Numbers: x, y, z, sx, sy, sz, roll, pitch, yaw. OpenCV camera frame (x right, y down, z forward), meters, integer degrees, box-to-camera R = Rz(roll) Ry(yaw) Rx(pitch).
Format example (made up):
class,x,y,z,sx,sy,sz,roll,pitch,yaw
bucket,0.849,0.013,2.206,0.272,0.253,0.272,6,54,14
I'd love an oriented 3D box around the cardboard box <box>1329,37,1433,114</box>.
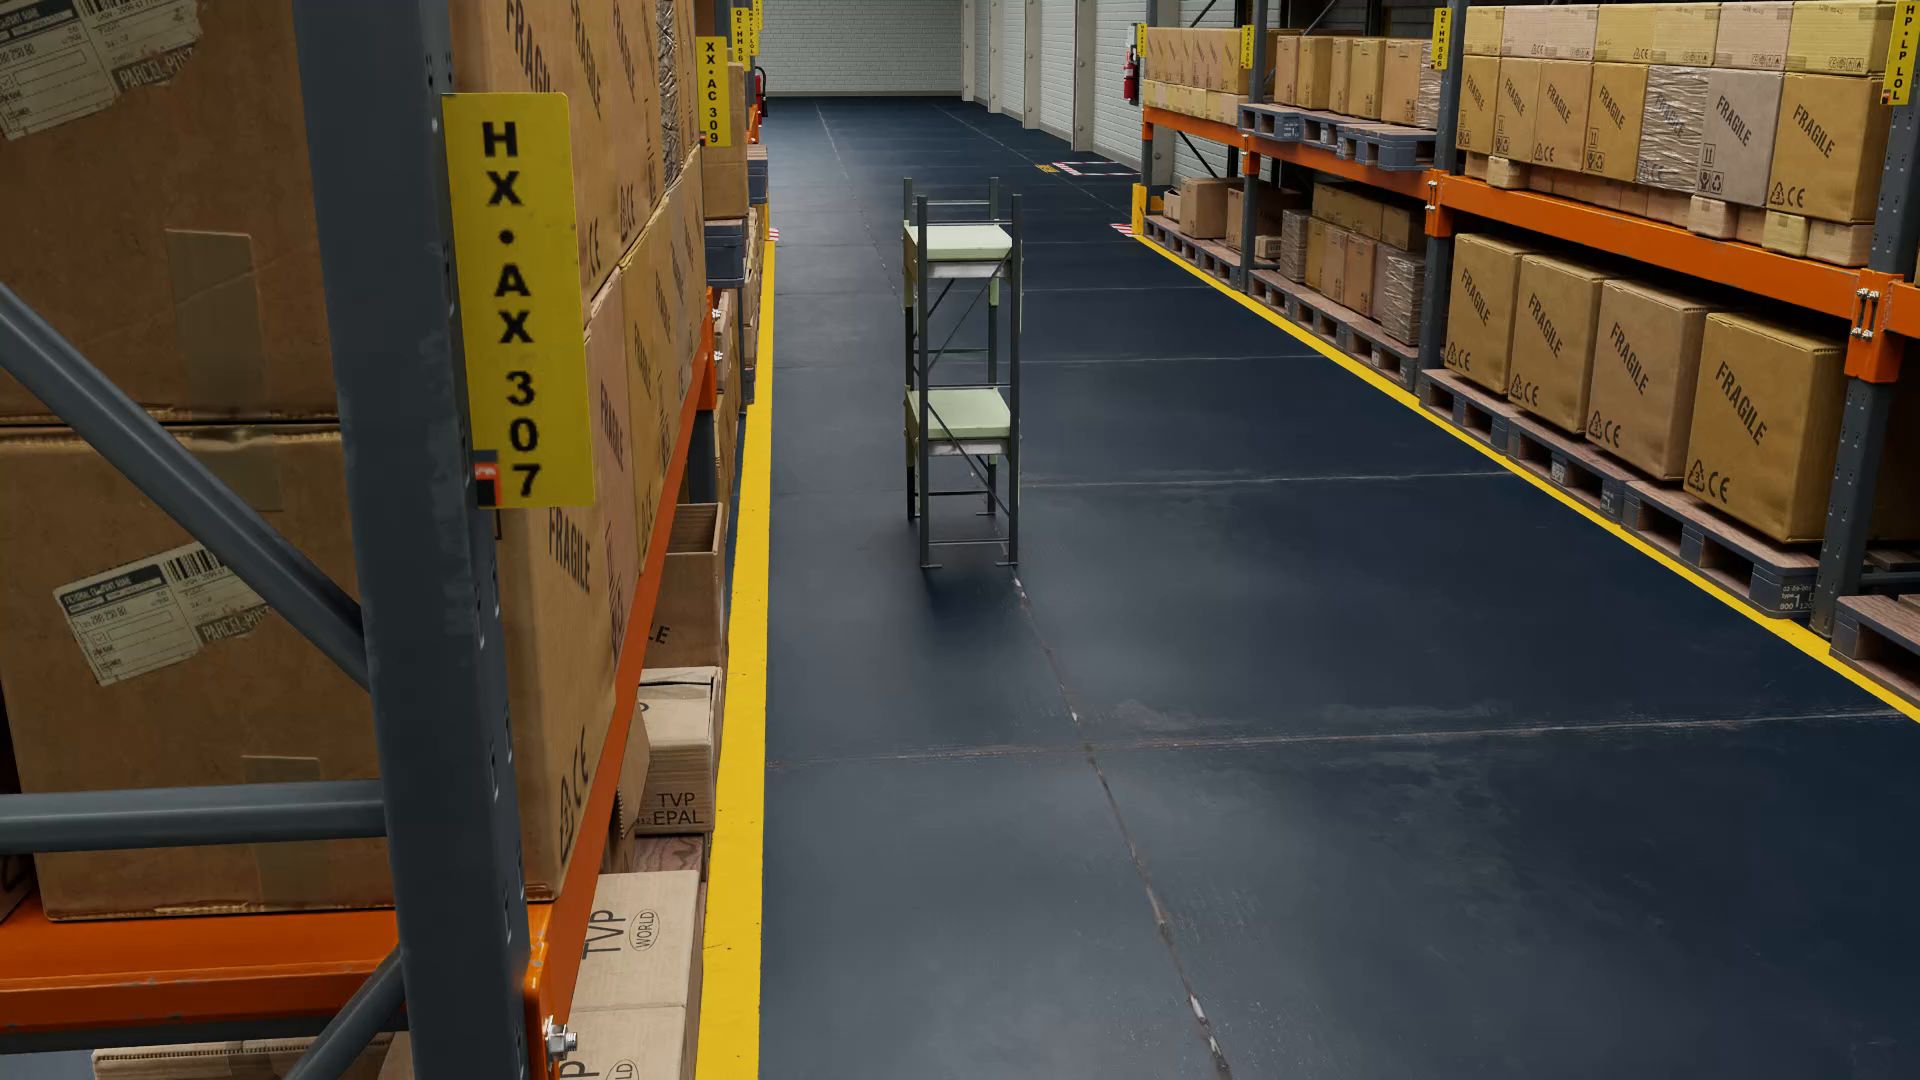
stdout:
class,x,y,z,sx,sy,sz,roll,pitch,yaw
cardboard box,2.970,-3.225,11.540,0.700,0.500,0.500,1,17,2

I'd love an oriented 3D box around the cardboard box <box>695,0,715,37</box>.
class,x,y,z,sx,sy,sz,roll,pitch,yaw
cardboard box,-2.177,-4.126,12.980,0.700,0.500,0.500,-2,18,-5

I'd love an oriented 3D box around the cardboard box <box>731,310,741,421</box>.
class,x,y,z,sx,sy,sz,roll,pitch,yaw
cardboard box,-1.383,-0.882,8.417,0.500,0.500,0.500,-1,17,-3

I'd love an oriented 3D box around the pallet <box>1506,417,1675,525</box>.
class,x,y,z,sx,sy,sz,roll,pitch,yaw
pallet,3.343,-0.360,7.971,1.003,0.211,1.213,-2,18,-6

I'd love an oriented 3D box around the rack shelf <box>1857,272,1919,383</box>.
class,x,y,z,sx,sy,sz,roll,pitch,yaw
rack shelf,3.833,-0.159,3.878,1.077,0.370,4.000,-2,18,-6

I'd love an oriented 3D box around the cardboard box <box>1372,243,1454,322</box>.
class,x,y,z,sx,sy,sz,roll,pitch,yaw
cardboard box,3.151,-1.677,10.951,0.700,0.500,0.500,-2,18,-6

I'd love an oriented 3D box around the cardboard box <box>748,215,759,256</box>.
class,x,y,z,sx,sy,sz,roll,pitch,yaw
cardboard box,-1.738,-2.217,12.185,0.500,0.311,0.500,-1,17,-4

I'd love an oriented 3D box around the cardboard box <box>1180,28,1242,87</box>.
class,x,y,z,sx,sy,sz,roll,pitch,yaw
cardboard box,2.293,-4.363,15.031,0.500,0.500,0.500,-1,17,-4

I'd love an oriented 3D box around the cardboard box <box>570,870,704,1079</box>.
class,x,y,z,sx,sy,sz,roll,pitch,yaw
cardboard box,-0.765,0.881,3.220,0.500,0.250,0.500,-2,18,-6

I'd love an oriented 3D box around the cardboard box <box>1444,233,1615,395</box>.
class,x,y,z,sx,sy,sz,roll,pitch,yaw
cardboard box,3.160,-1.242,9.012,0.750,0.750,0.750,-2,18,-6

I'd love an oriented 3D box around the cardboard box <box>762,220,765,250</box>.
class,x,y,z,sx,sy,sz,roll,pitch,yaw
cardboard box,-1.964,-2.662,14.538,0.500,0.250,0.500,-2,18,-6

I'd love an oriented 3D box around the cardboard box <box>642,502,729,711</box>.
class,x,y,z,sx,sy,sz,roll,pitch,yaw
cardboard box,-0.959,0.199,4.973,0.500,0.500,0.500,-2,18,-6

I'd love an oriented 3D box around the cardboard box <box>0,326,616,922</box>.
class,x,y,z,sx,sy,sz,roll,pitch,yaw
cardboard box,-0.671,0.059,1.813,0.500,0.500,0.500,-1,17,-4

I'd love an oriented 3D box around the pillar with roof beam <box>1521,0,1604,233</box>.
class,x,y,z,sx,sy,sz,roll,pitch,yaw
pillar with roof beam,-0.341,-5.433,9.461,9.100,9.000,0.400,-2,18,-6

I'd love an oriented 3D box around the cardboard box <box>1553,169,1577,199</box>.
class,x,y,z,sx,sy,sz,roll,pitch,yaw
cardboard box,3.162,-1.769,8.191,0.380,0.149,0.250,-1,17,-4

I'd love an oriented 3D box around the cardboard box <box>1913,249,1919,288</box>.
class,x,y,z,sx,sy,sz,roll,pitch,yaw
cardboard box,3.667,-1.079,5.107,0.980,0.700,0.700,-2,17,-5

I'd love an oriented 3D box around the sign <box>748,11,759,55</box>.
class,x,y,z,sx,sy,sz,roll,pitch,yaw
sign,-1.586,-3.862,12.670,0.100,0.325,0.005,-2,18,-6

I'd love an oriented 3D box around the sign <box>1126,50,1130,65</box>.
class,x,y,z,sx,sy,sz,roll,pitch,yaw
sign,2.532,-7.202,25.049,0.001,0.329,0.234,-2,18,-6

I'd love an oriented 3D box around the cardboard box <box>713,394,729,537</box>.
class,x,y,z,sx,sy,sz,roll,pitch,yaw
cardboard box,-1.174,-0.272,6.474,0.500,0.500,0.500,-2,17,-5

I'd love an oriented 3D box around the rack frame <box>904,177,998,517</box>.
class,x,y,z,sx,sy,sz,roll,pitch,yaw
rack frame,-0.038,-0.827,7.306,0.400,1.500,0.023,-2,18,-6

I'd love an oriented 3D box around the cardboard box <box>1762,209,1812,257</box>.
class,x,y,z,sx,sy,sz,roll,pitch,yaw
cardboard box,3.261,-1.155,6.233,0.380,0.149,0.250,-1,17,-5

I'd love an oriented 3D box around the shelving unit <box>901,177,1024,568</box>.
class,x,y,z,sx,sy,sz,roll,pitch,yaw
shelving unit,-0.001,-0.718,6.959,0.431,1.500,0.755,-2,18,-6

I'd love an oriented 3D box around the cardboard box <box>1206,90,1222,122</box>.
class,x,y,z,sx,sy,sz,roll,pitch,yaw
cardboard box,2.408,-3.700,14.173,0.500,0.250,0.500,-2,18,-5

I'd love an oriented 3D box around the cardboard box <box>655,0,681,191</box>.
class,x,y,z,sx,sy,sz,roll,pitch,yaw
cardboard box,-0.883,-1.024,3.594,0.500,0.500,0.500,-2,18,-5

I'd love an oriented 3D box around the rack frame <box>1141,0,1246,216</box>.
class,x,y,z,sx,sy,sz,roll,pitch,yaw
rack frame,2.389,-4.674,17.056,1.000,3.000,0.127,-2,18,-6

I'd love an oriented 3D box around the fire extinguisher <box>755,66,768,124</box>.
class,x,y,z,sx,sy,sz,roll,pitch,yaw
fire extinguisher,-2.088,-4.532,16.734,0.296,0.674,0.183,-2,18,-6

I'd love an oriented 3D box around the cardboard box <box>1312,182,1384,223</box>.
class,x,y,z,sx,sy,sz,roll,pitch,yaw
cardboard box,2.943,-2.507,12.342,0.500,0.250,0.500,-2,18,-7

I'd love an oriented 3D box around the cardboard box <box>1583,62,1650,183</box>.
class,x,y,z,sx,sy,sz,roll,pitch,yaw
cardboard box,3.166,-1.878,7.453,0.500,0.500,0.500,-1,17,-4

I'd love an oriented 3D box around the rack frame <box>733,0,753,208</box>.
class,x,y,z,sx,sy,sz,roll,pitch,yaw
rack frame,-2.125,-3.328,12.769,1.000,3.000,0.127,-2,18,-6

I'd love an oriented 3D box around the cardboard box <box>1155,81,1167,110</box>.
class,x,y,z,sx,sy,sz,roll,pitch,yaw
cardboard box,2.191,-4.302,16.090,0.500,0.250,0.500,-2,18,-7

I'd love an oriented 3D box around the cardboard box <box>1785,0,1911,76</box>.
class,x,y,z,sx,sy,sz,roll,pitch,yaw
cardboard box,3.324,-1.787,5.911,0.500,0.250,0.500,-1,17,-4

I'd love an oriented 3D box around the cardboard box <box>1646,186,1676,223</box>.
class,x,y,z,sx,sy,sz,roll,pitch,yaw
cardboard box,3.223,-1.460,7.206,0.380,0.149,0.250,-2,18,-7

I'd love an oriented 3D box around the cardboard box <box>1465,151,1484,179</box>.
class,x,y,z,sx,sy,sz,roll,pitch,yaw
cardboard box,3.018,-2.075,9.163,0.380,0.149,0.250,-2,18,-6

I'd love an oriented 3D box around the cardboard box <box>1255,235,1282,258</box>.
class,x,y,z,sx,sy,sz,roll,pitch,yaw
cardboard box,2.717,-2.498,14.123,0.380,0.166,0.250,-4,18,-13

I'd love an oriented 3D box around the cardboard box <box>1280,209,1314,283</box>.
class,x,y,z,sx,sy,sz,roll,pitch,yaw
cardboard box,2.894,-2.280,12.872,0.700,0.500,0.500,-1,17,-4

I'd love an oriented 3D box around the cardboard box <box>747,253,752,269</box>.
class,x,y,z,sx,sy,sz,roll,pitch,yaw
cardboard box,-1.537,-1.613,10.262,0.500,0.311,0.500,-2,18,-7

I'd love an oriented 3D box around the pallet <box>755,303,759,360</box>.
class,x,y,z,sx,sy,sz,roll,pitch,yaw
pallet,-1.881,-1.415,11.331,1.003,0.211,1.213,-2,18,-6

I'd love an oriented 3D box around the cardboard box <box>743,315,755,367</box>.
class,x,y,z,sx,sy,sz,roll,pitch,yaw
cardboard box,-1.475,-1.190,9.848,0.500,0.250,0.500,-2,18,-6

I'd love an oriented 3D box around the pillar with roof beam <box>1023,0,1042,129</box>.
class,x,y,z,sx,sy,sz,roll,pitch,yaw
pillar with roof beam,-2.817,-12.584,32.237,9.100,9.000,0.400,-2,18,-6

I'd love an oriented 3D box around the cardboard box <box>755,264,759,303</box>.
class,x,y,z,sx,sy,sz,roll,pitch,yaw
cardboard box,-1.690,-1.798,11.787,0.500,0.250,0.500,-1,17,-4

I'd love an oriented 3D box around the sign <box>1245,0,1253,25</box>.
class,x,y,z,sx,sy,sz,roll,pitch,yaw
sign,2.943,-5.388,16.871,0.100,0.325,0.005,-2,18,-6

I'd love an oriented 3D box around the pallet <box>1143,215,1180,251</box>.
class,x,y,z,sx,sy,sz,roll,pitch,yaw
pallet,2.446,-3.077,16.627,1.003,0.211,1.213,-2,18,-6

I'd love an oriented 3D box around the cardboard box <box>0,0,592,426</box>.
class,x,y,z,sx,sy,sz,roll,pitch,yaw
cardboard box,-0.671,-0.418,1.663,0.500,0.500,0.500,-1,17,-4

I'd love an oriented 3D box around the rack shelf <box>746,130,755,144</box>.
class,x,y,z,sx,sy,sz,roll,pitch,yaw
rack shelf,-1.919,-2.389,10.979,1.077,0.370,4.000,-2,18,-6

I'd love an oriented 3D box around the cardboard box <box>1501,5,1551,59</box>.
class,x,y,z,sx,sy,sz,roll,pitch,yaw
cardboard box,3.061,-2.544,8.323,0.500,0.250,0.500,-2,18,-6

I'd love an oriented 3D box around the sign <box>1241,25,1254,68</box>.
class,x,y,z,sx,sy,sz,roll,pitch,yaw
sign,2.263,-3.876,13.070,0.100,0.325,0.005,-2,18,-6

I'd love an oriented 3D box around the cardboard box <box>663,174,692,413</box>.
class,x,y,z,sx,sy,sz,roll,pitch,yaw
cardboard box,-0.883,-0.544,3.736,0.500,0.500,0.500,-1,17,-4

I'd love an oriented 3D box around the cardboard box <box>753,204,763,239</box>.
class,x,y,z,sx,sy,sz,roll,pitch,yaw
cardboard box,-1.862,-2.722,13.476,0.500,0.500,0.500,-2,18,-6

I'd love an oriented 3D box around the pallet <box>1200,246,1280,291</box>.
class,x,y,z,sx,sy,sz,roll,pitch,yaw
pallet,2.697,-2.350,14.312,1.003,0.211,1.213,-2,18,-6

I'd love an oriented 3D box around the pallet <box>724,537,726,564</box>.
class,x,y,z,sx,sy,sz,roll,pitch,yaw
pallet,-1.422,0.145,6.363,1.003,0.211,1.213,-2,18,-6

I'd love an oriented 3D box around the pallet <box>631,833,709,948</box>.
class,x,y,z,sx,sy,sz,roll,pitch,yaw
pallet,-1.101,0.955,3.782,1.003,0.211,1.213,-2,18,-6
